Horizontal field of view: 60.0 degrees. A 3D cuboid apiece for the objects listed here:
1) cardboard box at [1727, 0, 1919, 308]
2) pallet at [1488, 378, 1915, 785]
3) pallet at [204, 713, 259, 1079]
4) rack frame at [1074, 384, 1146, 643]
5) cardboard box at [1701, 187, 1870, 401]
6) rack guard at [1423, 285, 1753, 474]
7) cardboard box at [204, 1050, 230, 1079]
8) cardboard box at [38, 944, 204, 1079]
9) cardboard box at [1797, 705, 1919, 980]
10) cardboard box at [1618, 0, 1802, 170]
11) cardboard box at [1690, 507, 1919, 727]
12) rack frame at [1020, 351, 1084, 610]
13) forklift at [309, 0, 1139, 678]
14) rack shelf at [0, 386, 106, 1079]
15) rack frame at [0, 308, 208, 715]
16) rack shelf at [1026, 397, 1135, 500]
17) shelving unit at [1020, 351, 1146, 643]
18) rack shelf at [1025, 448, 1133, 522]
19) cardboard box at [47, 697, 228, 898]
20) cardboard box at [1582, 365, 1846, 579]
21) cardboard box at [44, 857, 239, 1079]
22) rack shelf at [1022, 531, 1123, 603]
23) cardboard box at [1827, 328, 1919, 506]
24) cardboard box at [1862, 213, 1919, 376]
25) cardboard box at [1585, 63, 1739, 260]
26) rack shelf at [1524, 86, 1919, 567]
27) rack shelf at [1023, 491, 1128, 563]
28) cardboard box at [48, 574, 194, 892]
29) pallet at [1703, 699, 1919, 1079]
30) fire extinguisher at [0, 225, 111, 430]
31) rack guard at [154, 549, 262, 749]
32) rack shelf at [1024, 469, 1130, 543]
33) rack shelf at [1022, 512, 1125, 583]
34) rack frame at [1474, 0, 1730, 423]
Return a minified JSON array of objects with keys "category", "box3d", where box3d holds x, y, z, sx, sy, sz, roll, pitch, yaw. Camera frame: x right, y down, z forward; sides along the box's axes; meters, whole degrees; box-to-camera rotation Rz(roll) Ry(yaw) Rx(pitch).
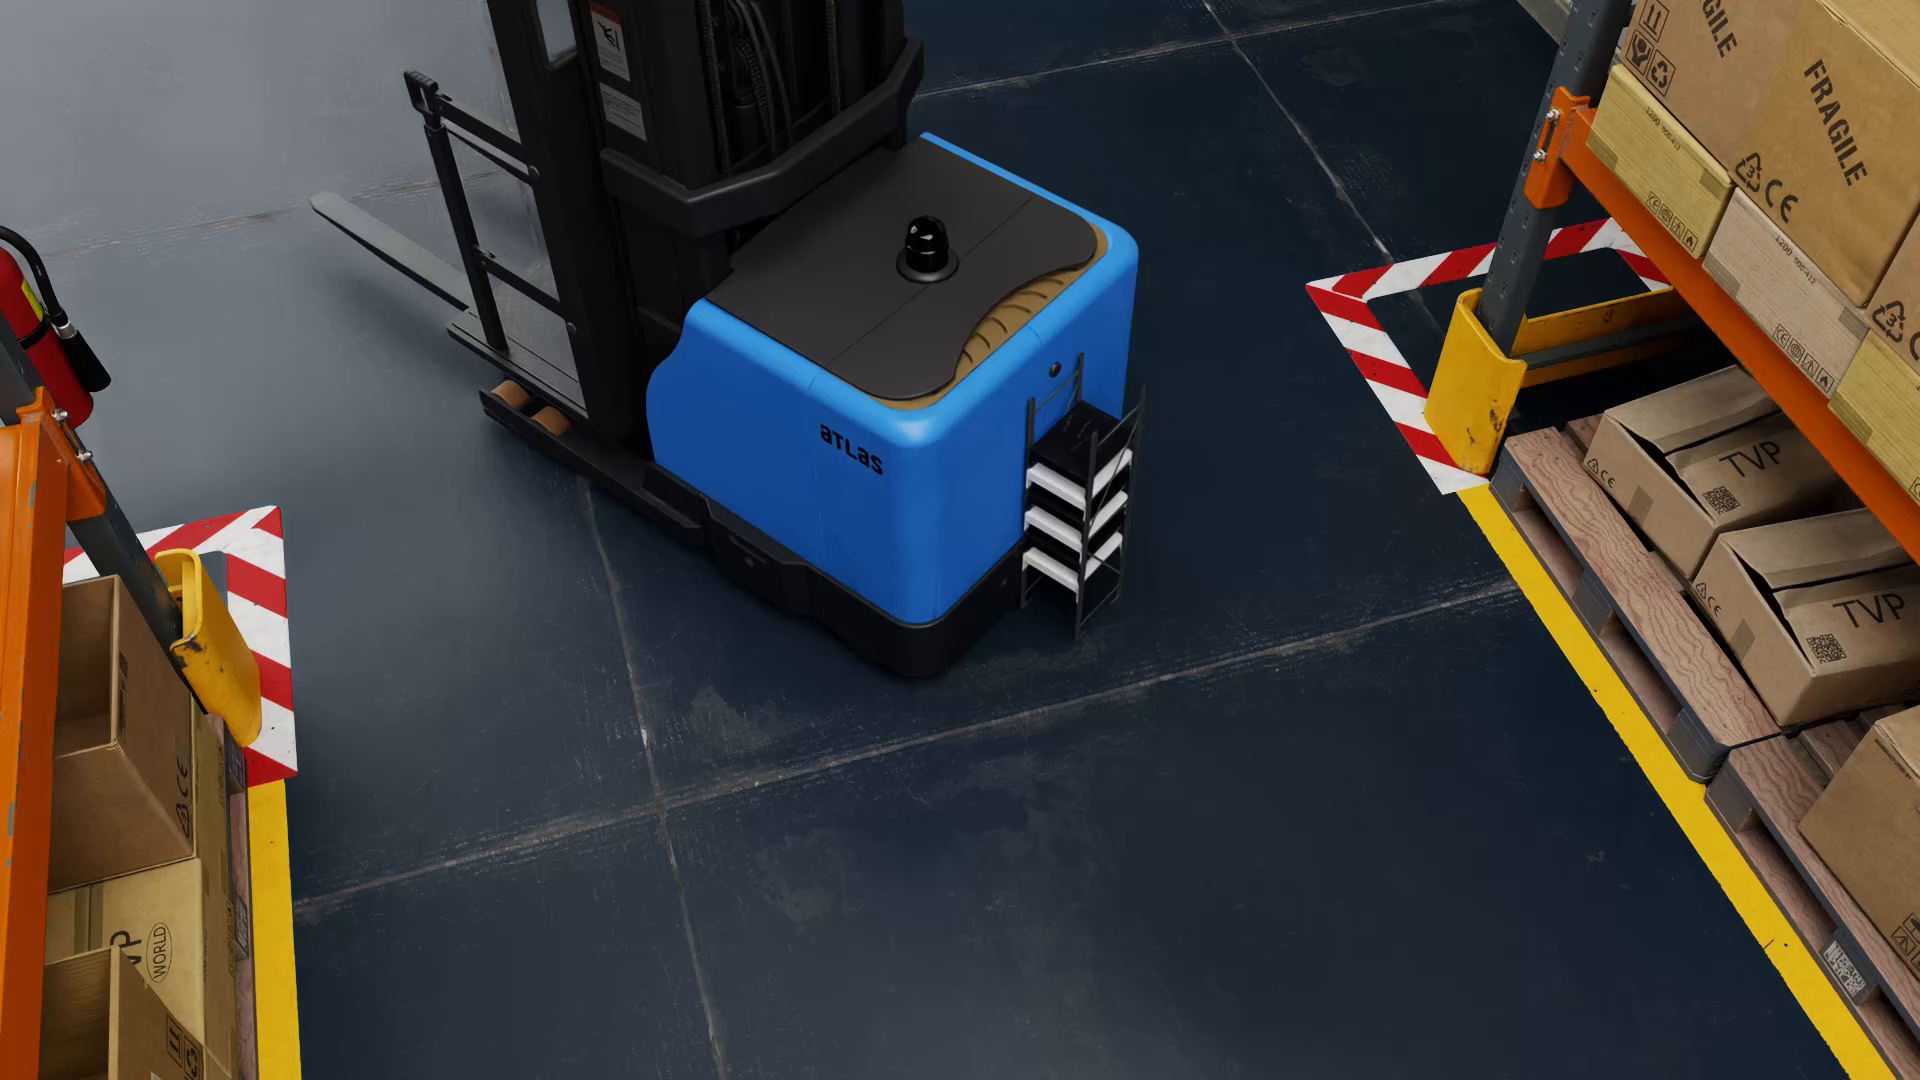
[{"category":"cardboard box","box3d":[2.124,-0.901,3.643,0.500,0.500,0.500,-13,51,-11]},{"category":"pallet","box3d":[2.362,0.074,5.049,1.003,0.211,1.213,-13,51,-11]},{"category":"pallet","box3d":[-2.332,1.089,4.194,1.003,0.211,1.213,-13,51,-11]},{"category":"rack frame","box3d":[0.418,-0.052,4.705,0.006,0.900,0.240,32,57,24]},{"category":"cardboard box","box3d":[2.141,-0.635,3.909,0.500,0.250,0.500,-15,51,-12]},{"category":"rack guard","box3d":[2.155,-0.620,5.446,1.175,0.500,0.348,-13,51,-11]},{"category":"cardboard box","box3d":[-1.848,1.444,3.594,0.500,0.250,0.500,-13,51,-11]},{"category":"cardboard box","box3d":[-1.846,1.202,3.308,0.500,0.500,0.500,-13,51,-11]},{"category":"cardboard box","box3d":[2.589,0.672,4.069,0.700,0.500,0.500,-16,52,-13]},{"category":"cardboard box","box3d":[1.987,-1.265,3.949,0.500,0.500,0.500,-13,51,-11]},{"category":"cardboard box","box3d":[2.420,0.185,4.603,0.500,0.311,0.500,-10,51,-8]},{"category":"rack frame","box3d":[0.260,-0.149,4.787,0.006,0.900,0.240,32,57,24]},{"category":"forklift","box3d":[-0.958,-1.503,4.600,3.031,2.935,1.130,32,57,24]},{"category":"rack shelf","box3d":[-2.007,1.334,2.634,1.077,0.370,4.000,-13,51,-11]},{"category":"rack frame","box3d":[-2.598,-0.359,3.590,1.000,3.000,0.127,-13,51,-11]},{"category":"rack shelf","box3d":[0.339,-0.253,4.565,0.200,0.077,0.258,32,57,24]},{"category":"shelving unit","box3d":[0.339,-0.101,4.746,0.210,0.900,0.258,32,57,24]},{"category":"rack shelf","box3d":[0.339,-0.195,4.634,0.200,0.077,0.258,32,57,24]},{"category":"cardboard box","box3d":[-2.157,0.717,4.207,0.500,0.250,0.500,-13,51,-11]},{"category":"cardboard box","box3d":[2.251,-0.231,4.954,0.500,0.311,0.500,-19,52,-15]},{"category":"cardboard box","box3d":[-1.998,1.080,3.902,0.500,0.250,0.500,-13,51,-11]},{"category":"rack shelf","box3d":[0.339,0.037,4.909,0.200,0.077,0.258,32,57,24]},{"category":"cardboard box","box3d":[2.286,-0.262,3.594,0.500,0.250,0.500,-14,51,-12]},{"category":"cardboard box","box3d":[2.270,-0.523,3.323,0.500,0.500,0.500,-15,51,-12]},{"category":"cardboard box","box3d":[1.974,-1.011,4.226,0.500,0.250,0.500,-15,51,-12]},{"category":"rack shelf","box3d":[2.724,0.211,3.581,1.077,0.370,4.000,-13,51,-11]},{"category":"rack shelf","box3d":[0.339,-0.079,4.772,0.200,0.077,0.258,32,57,24]},{"category":"cardboard box","box3d":[-2.155,0.475,3.921,0.500,0.500,0.500,-13,51,-11]},{"category":"pallet","box3d":[2.719,0.964,4.300,1.003,0.211,1.213,-13,51,-11]},{"category":"fire extinguisher","box3d":[-2.189,-0.525,3.781,0.296,0.674,0.183,-13,51,-11]},{"category":"rack guard","box3d":[-2.605,0.429,4.561,1.175,0.500,0.348,-13,51,-11]},{"category":"rack shelf","box3d":[0.339,-0.137,4.703,0.200,0.077,0.258,32,57,24]},{"category":"rack shelf","box3d":[0.339,-0.021,4.841,0.200,0.077,0.258,32,57,24]},{"category":"rack frame","box3d":[2.133,-1.481,4.537,1.000,3.000,0.127,-13,51,-11]}]
